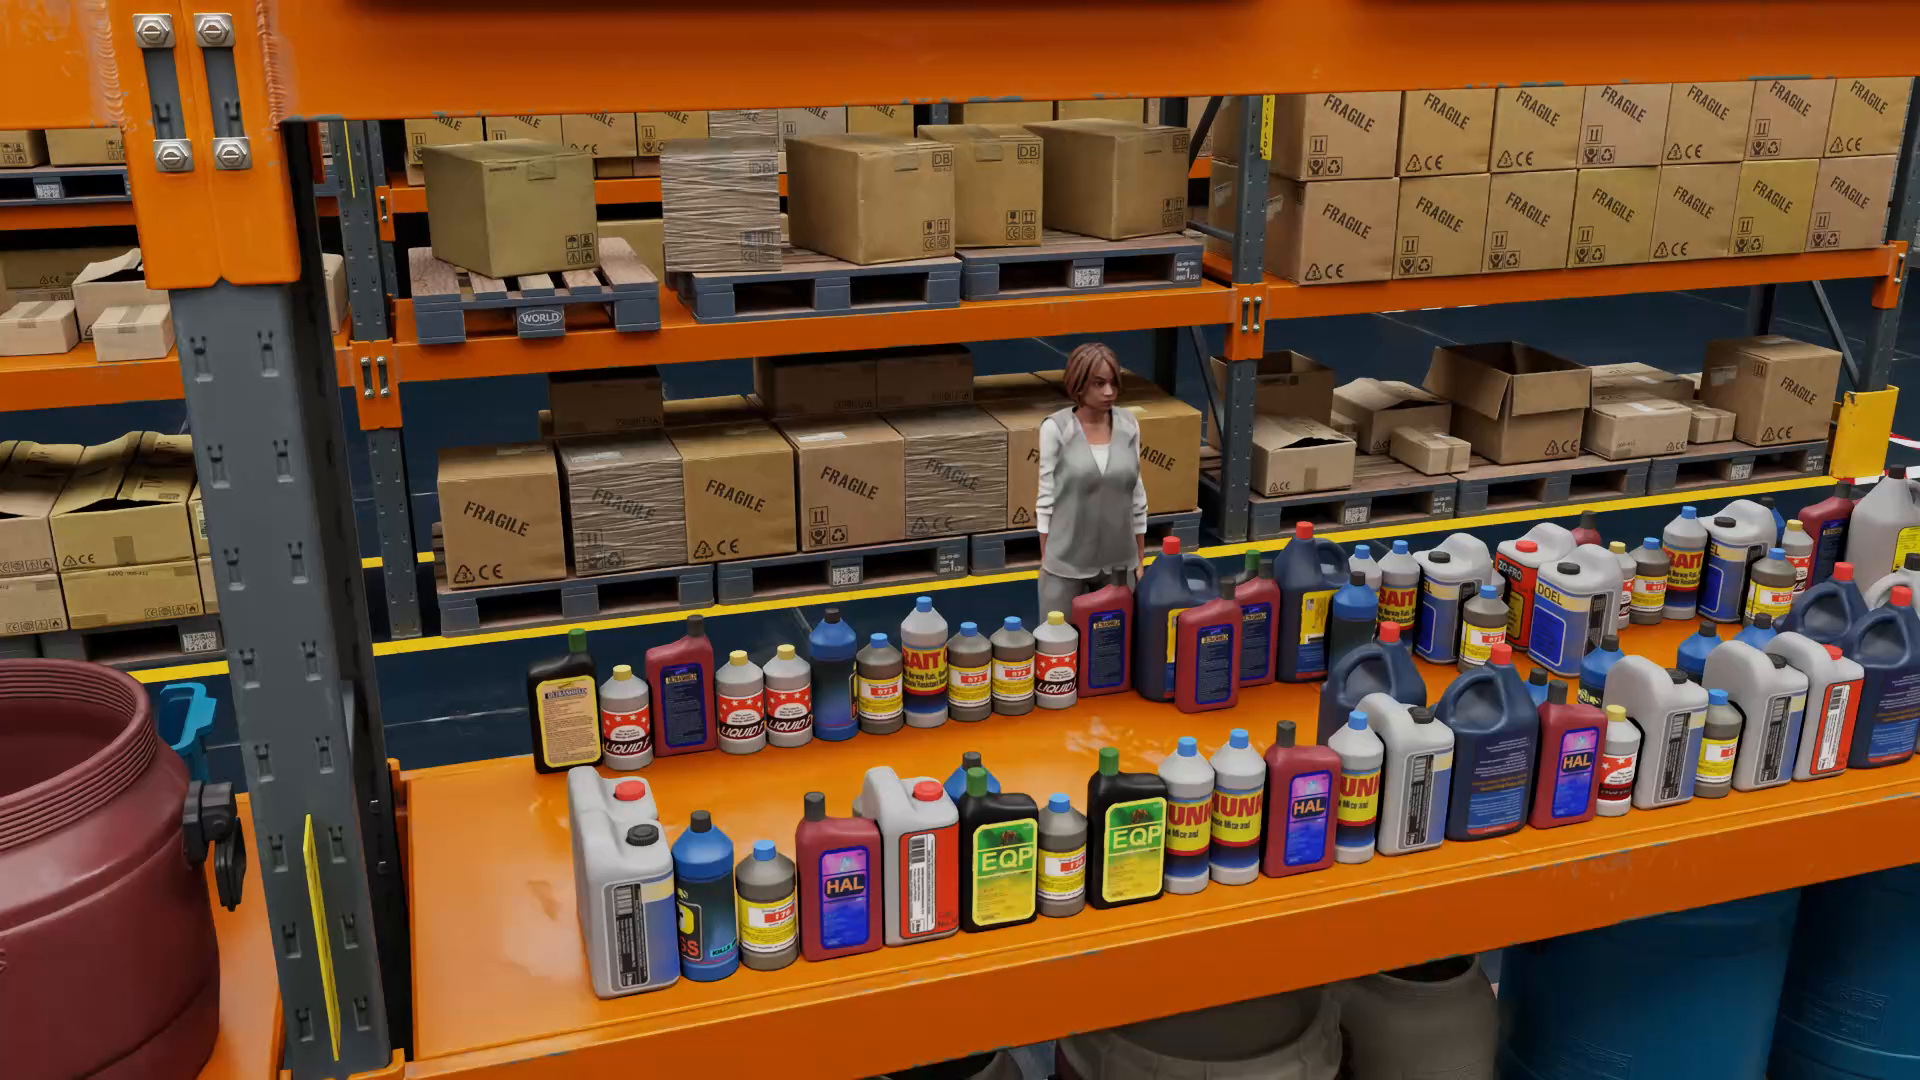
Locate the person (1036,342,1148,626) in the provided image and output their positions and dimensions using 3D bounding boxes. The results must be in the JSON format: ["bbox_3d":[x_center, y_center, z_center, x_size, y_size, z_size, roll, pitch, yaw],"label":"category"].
[{"bbox_3d":[0.458,0.114,5.830,0.407,1.640,0.318,-6,20,-16],"label":"person"}]
